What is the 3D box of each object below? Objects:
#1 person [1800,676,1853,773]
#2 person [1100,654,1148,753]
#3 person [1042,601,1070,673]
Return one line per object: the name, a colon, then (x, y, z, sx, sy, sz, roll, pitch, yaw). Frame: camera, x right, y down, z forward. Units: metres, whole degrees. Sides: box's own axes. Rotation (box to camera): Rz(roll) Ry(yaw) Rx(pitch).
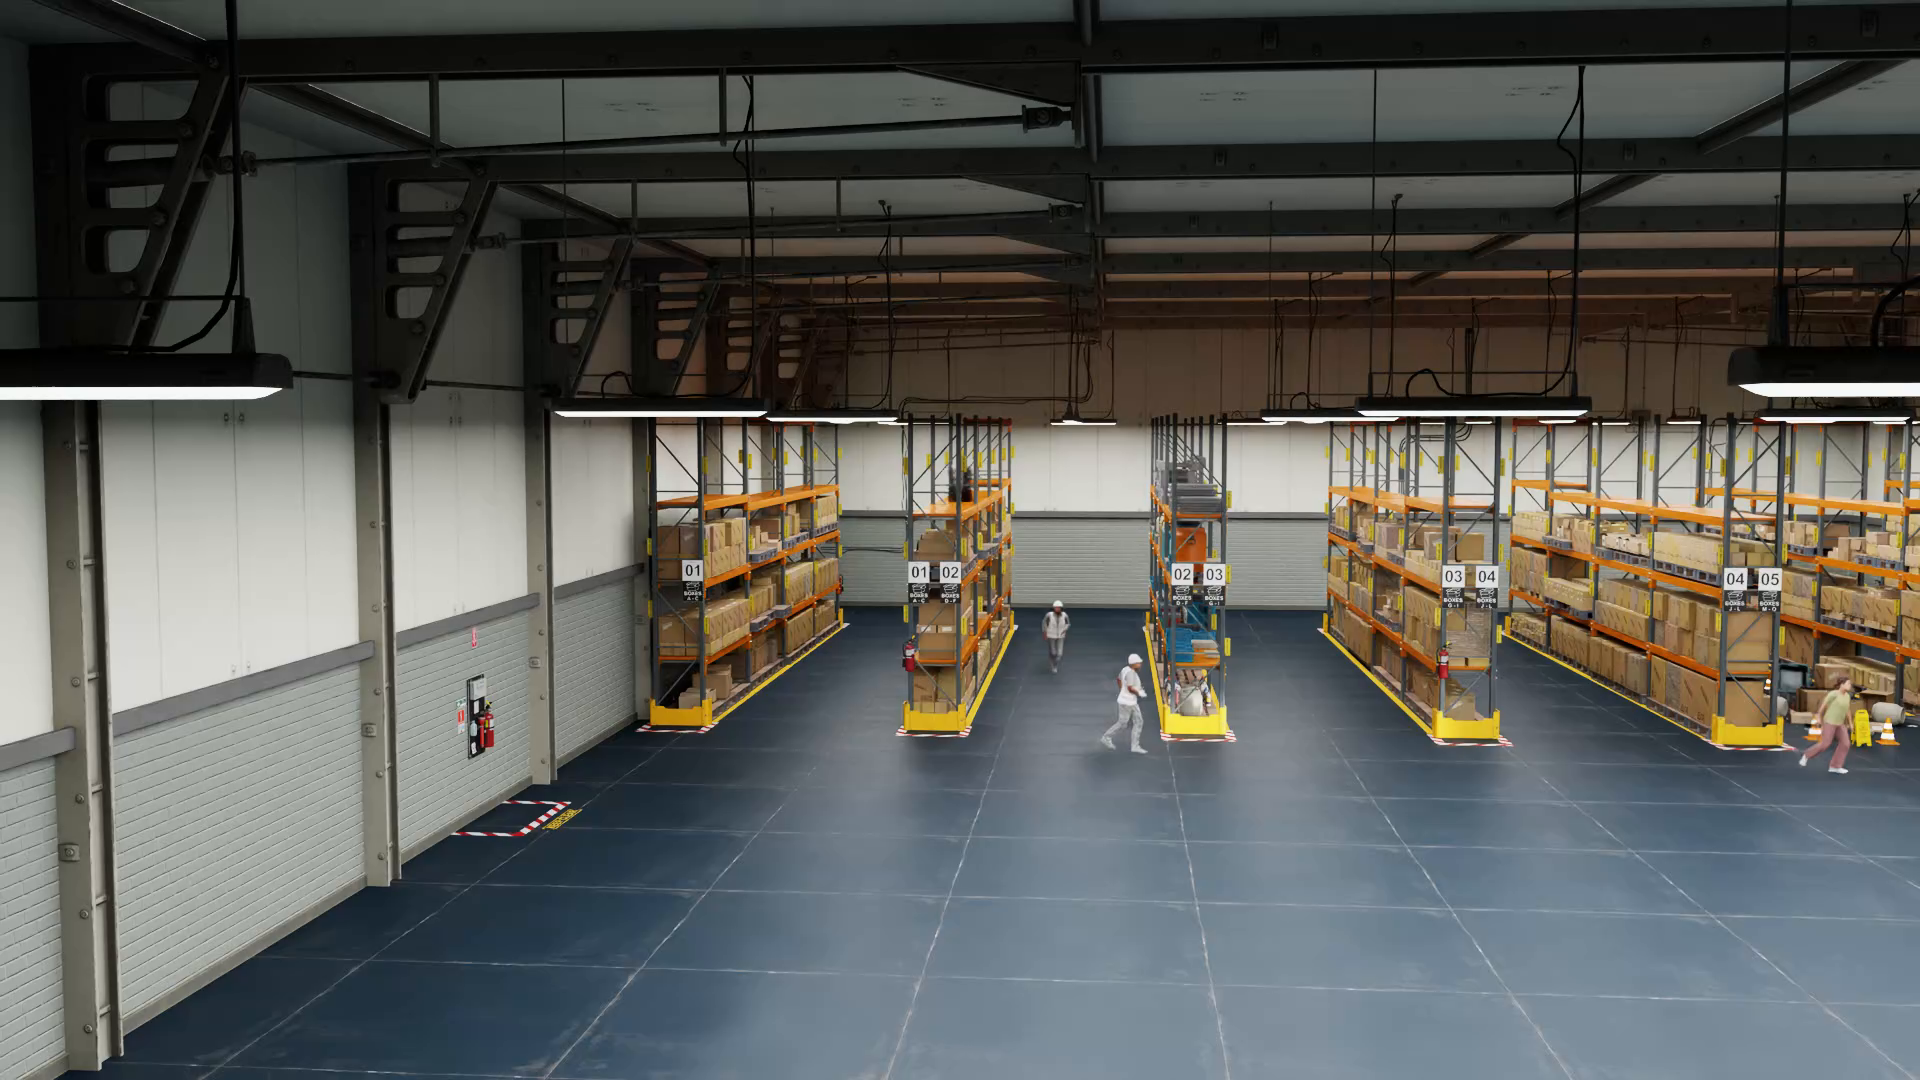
person: (14.487, 3.046, 27.736, 0.641, 1.613, 0.725, -2, 4, -26)
person: (2.871, 2.872, 29.189, 0.861, 1.756, 0.631, 1, 4, 17)
person: (2.260, 2.258, 38.858, 0.633, 1.708, 0.642, -1, 4, -12)
